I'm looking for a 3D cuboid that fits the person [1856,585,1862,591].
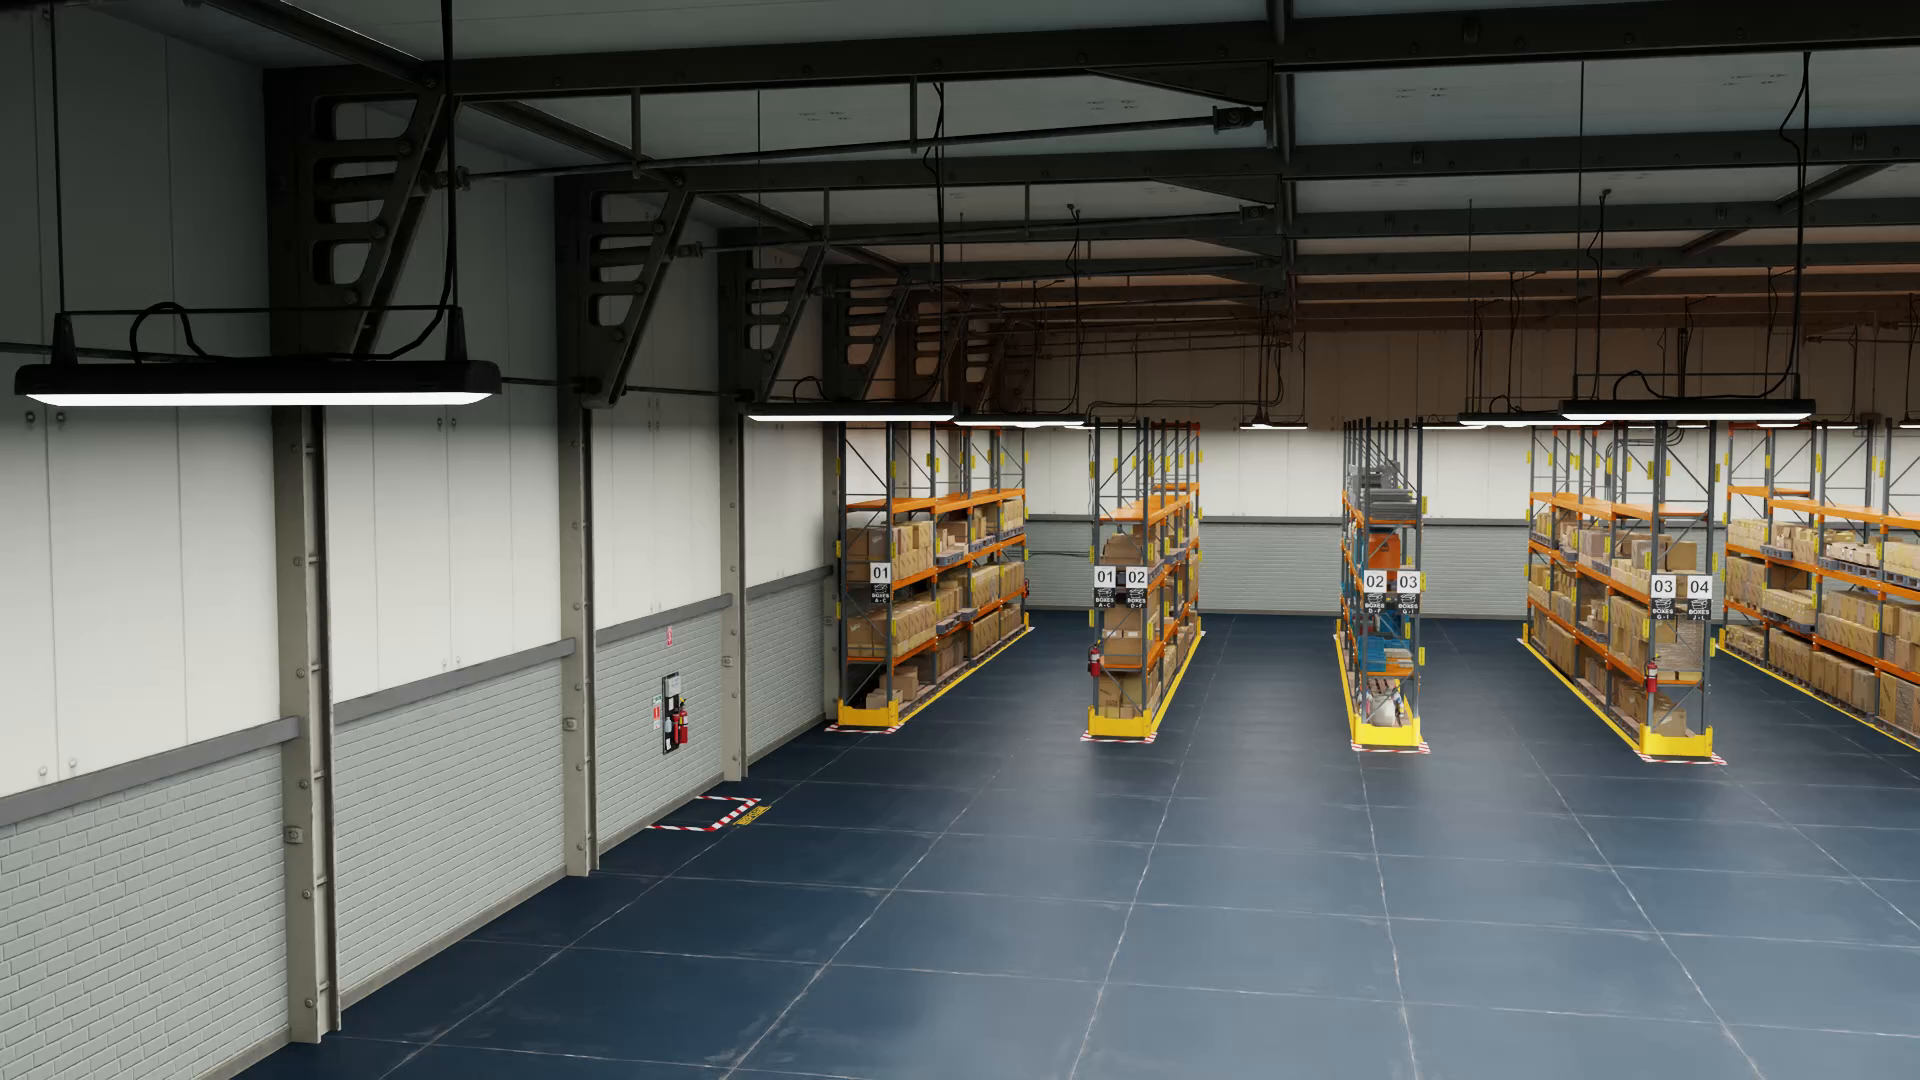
[{"bbox_3d":[24.709,1.940,45.587,0.817,1.611,0.461,0,4,-6],"label":"person"}]
